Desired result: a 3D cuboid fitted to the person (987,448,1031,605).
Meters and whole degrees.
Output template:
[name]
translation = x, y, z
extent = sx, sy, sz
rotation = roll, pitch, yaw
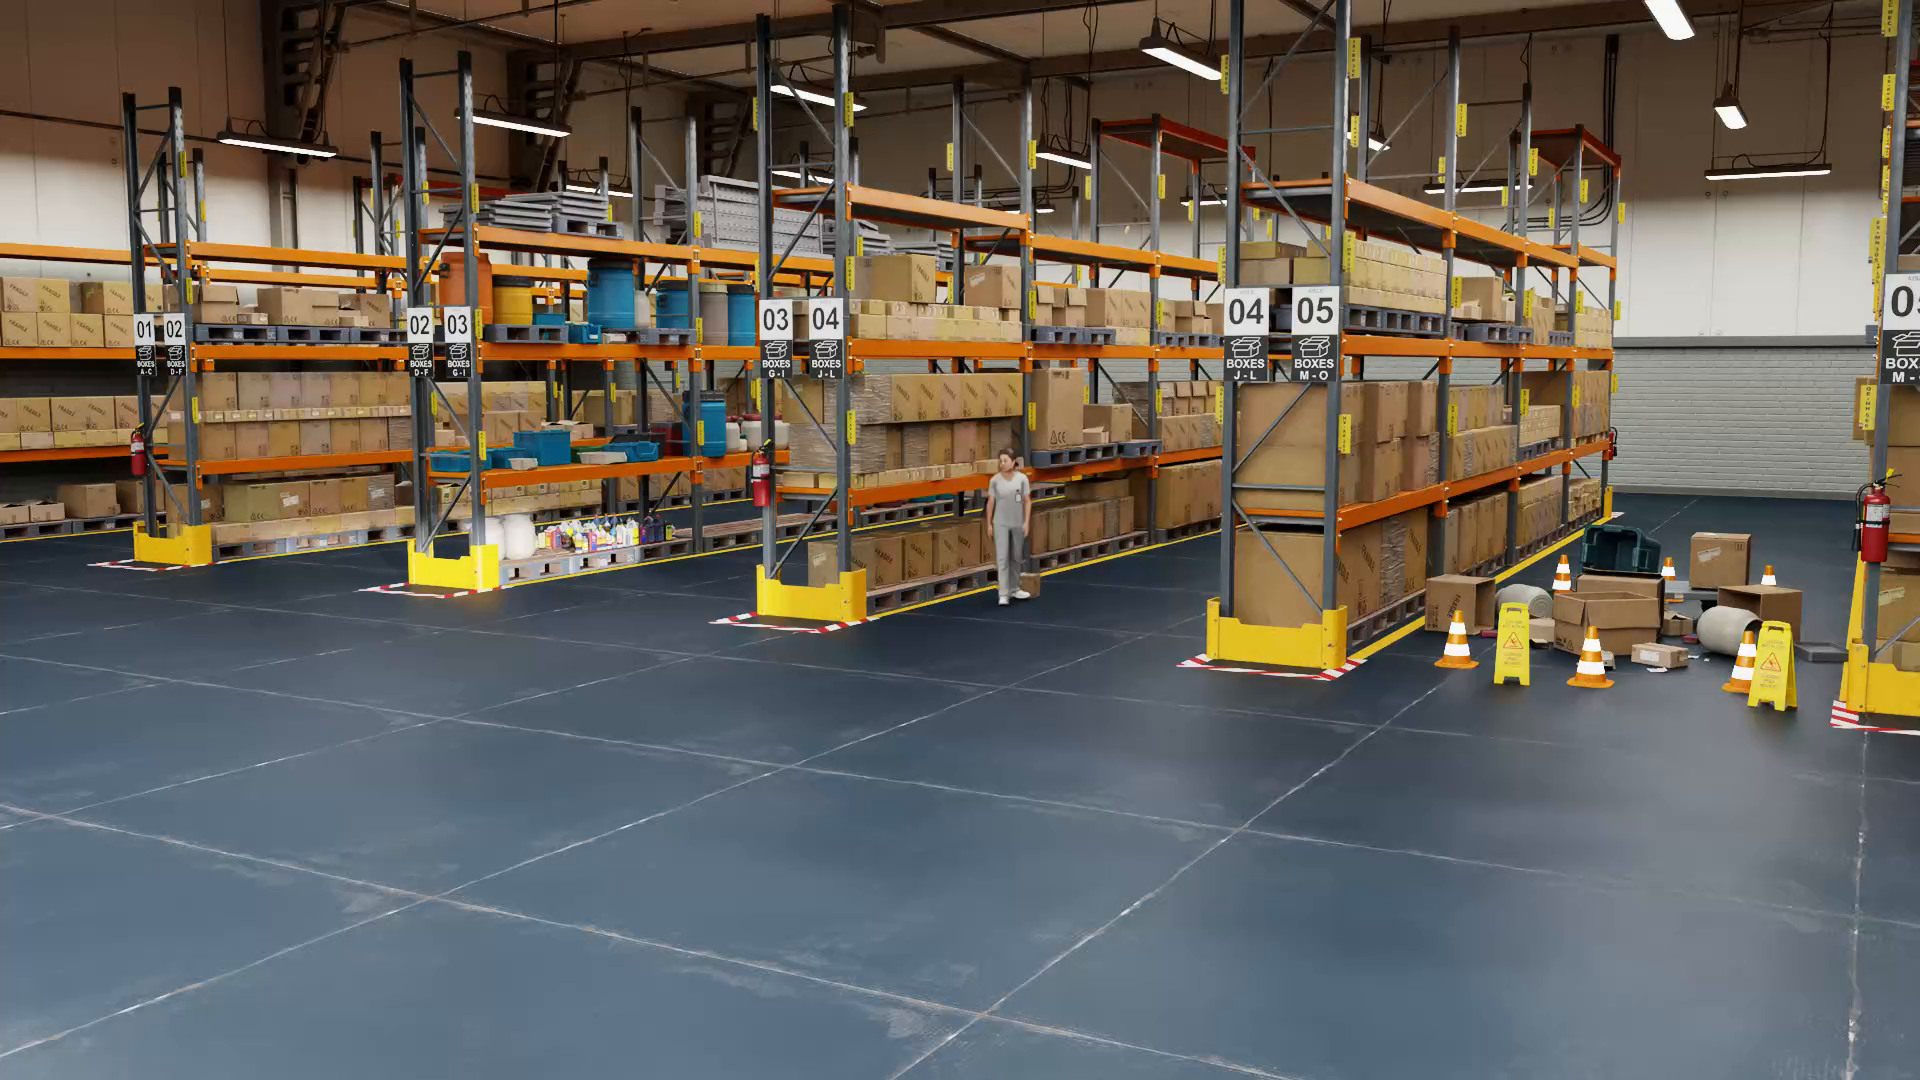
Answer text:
[person]
translation = 0.531, -0.152, 17.787
extent = 0.491, 1.667, 0.646
rotation = -1, 6, -7
